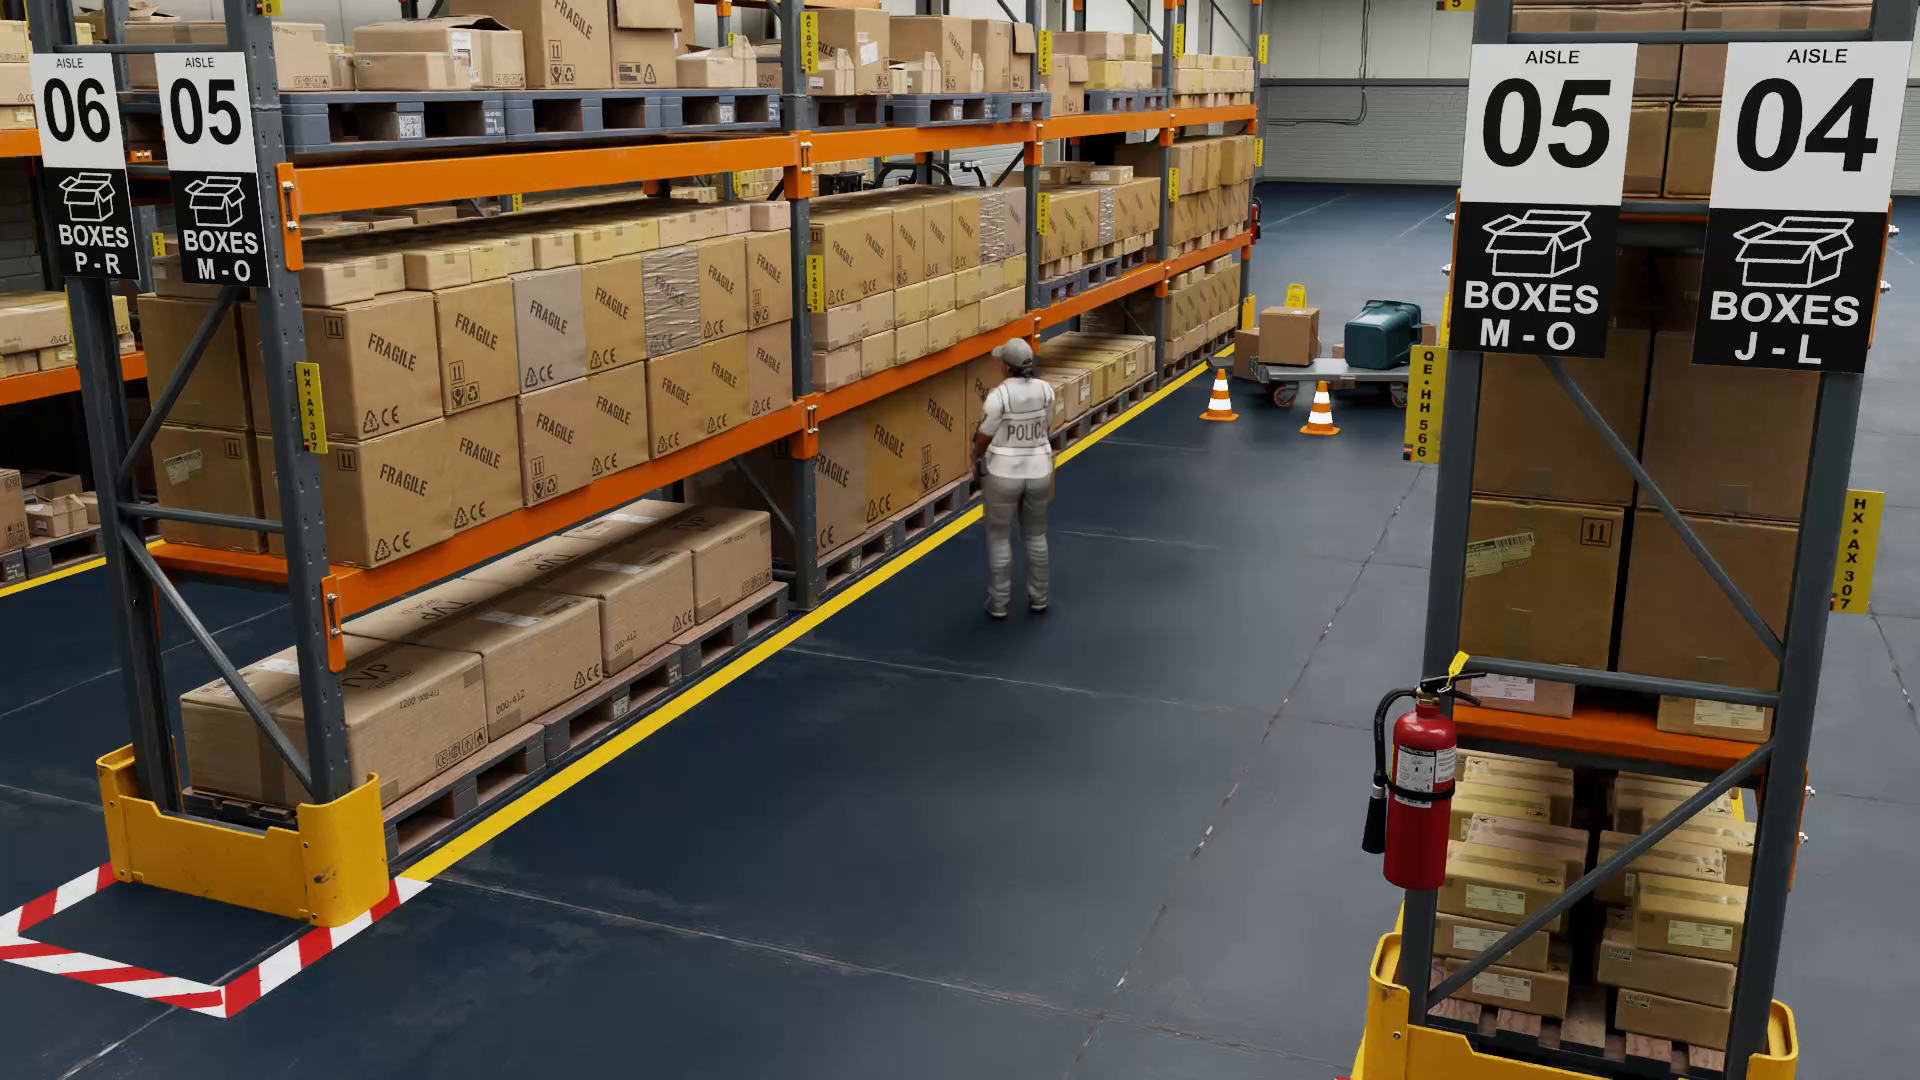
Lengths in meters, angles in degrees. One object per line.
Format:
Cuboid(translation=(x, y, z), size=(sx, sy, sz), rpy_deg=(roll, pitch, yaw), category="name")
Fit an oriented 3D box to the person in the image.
Cuboid(translation=(0.338, -0.372, 9.818), size=(0.565, 1.676, 0.460), rpy_deg=(-8, 18, -28), category="person")
